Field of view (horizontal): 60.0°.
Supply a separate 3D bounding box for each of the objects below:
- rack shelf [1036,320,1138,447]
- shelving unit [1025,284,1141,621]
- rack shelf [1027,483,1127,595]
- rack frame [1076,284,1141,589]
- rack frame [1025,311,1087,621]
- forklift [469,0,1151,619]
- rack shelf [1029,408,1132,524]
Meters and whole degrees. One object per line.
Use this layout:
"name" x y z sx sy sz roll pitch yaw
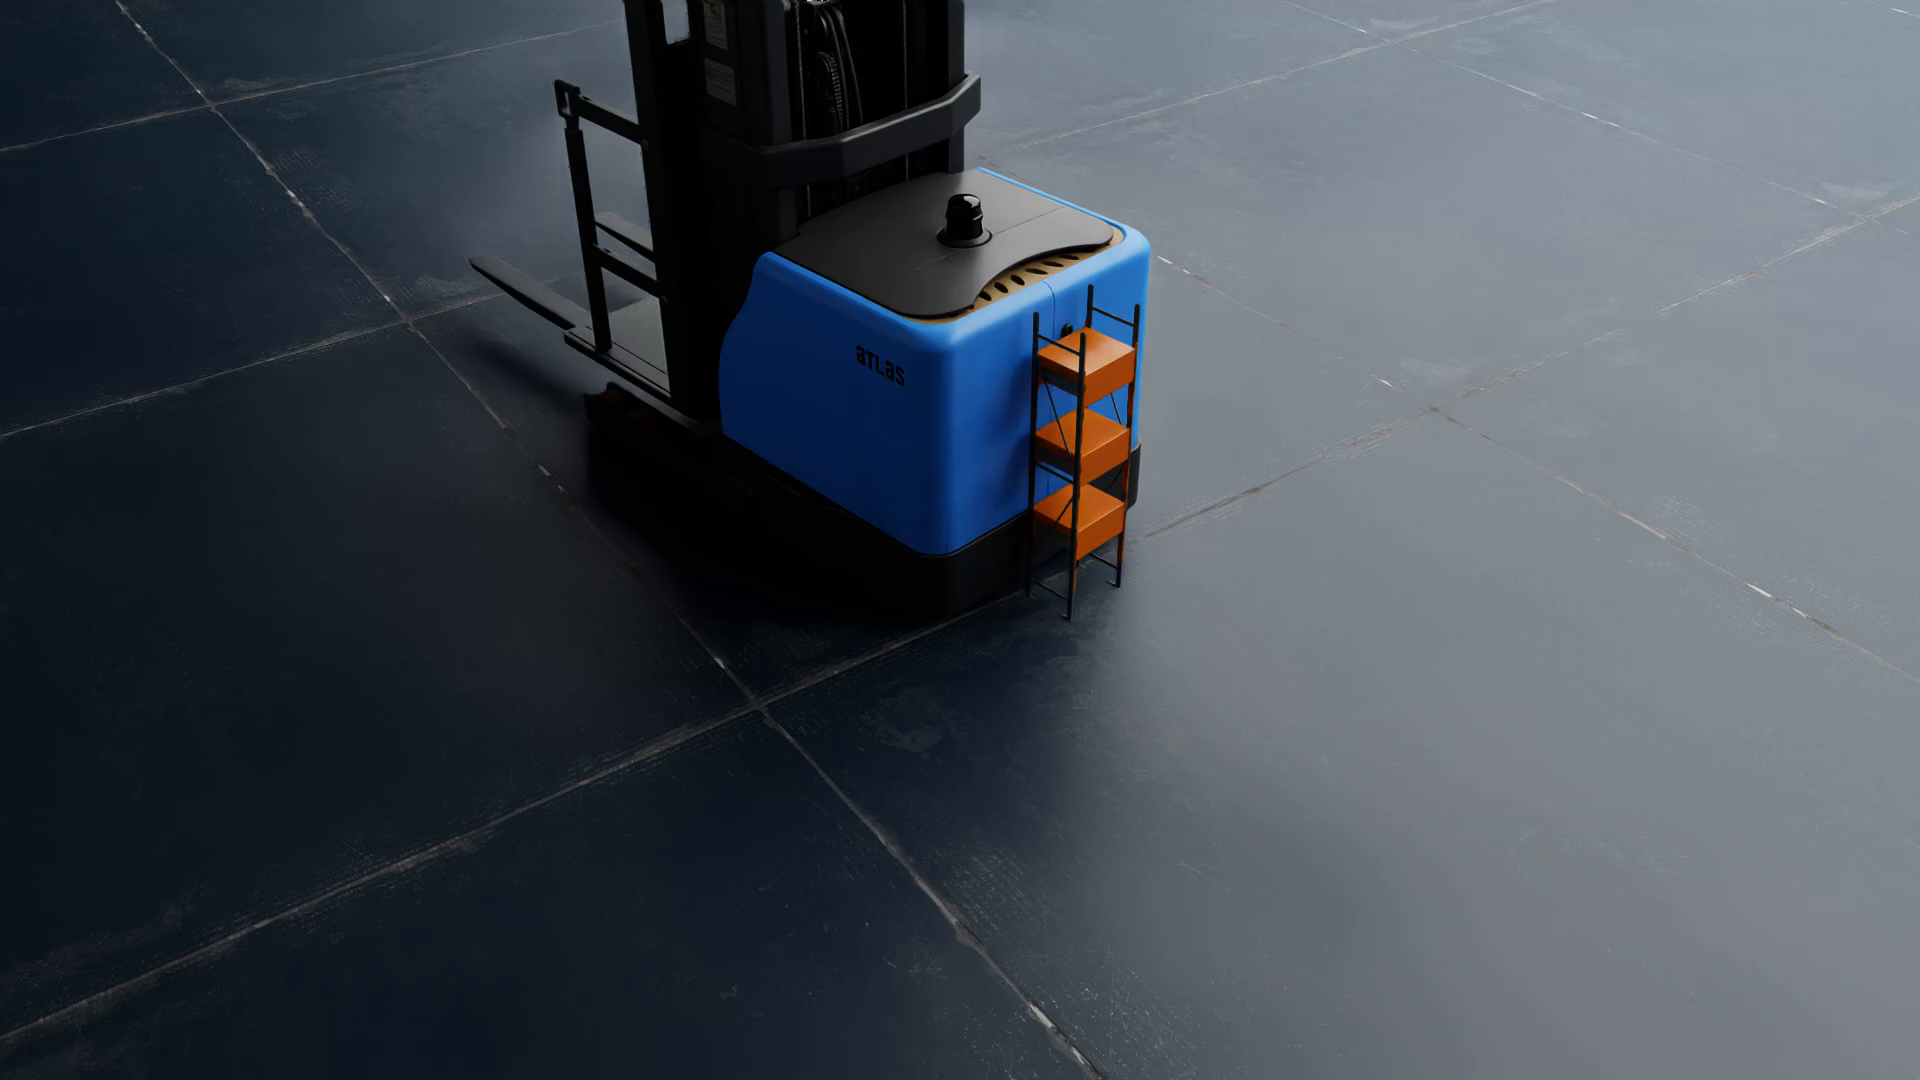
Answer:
"rack shelf" 0.375 -0.477 5.046 0.215 0.259 0.240 30 45 35
"shelving unit" 0.375 -0.255 5.206 0.215 1.050 0.252 30 45 35
"rack shelf" 0.375 -0.021 5.374 0.215 0.259 0.240 30 45 35
"rack frame" 0.461 -0.306 5.277 0.200 1.050 0.008 30 45 35
"rack frame" 0.290 -0.205 5.135 0.200 1.050 0.008 30 45 35
"forklift" -0.771 -1.700 5.603 1.130 2.935 3.031 -30 45 -35
"rack shelf" 0.375 -0.247 5.212 0.215 0.259 0.240 30 45 35
